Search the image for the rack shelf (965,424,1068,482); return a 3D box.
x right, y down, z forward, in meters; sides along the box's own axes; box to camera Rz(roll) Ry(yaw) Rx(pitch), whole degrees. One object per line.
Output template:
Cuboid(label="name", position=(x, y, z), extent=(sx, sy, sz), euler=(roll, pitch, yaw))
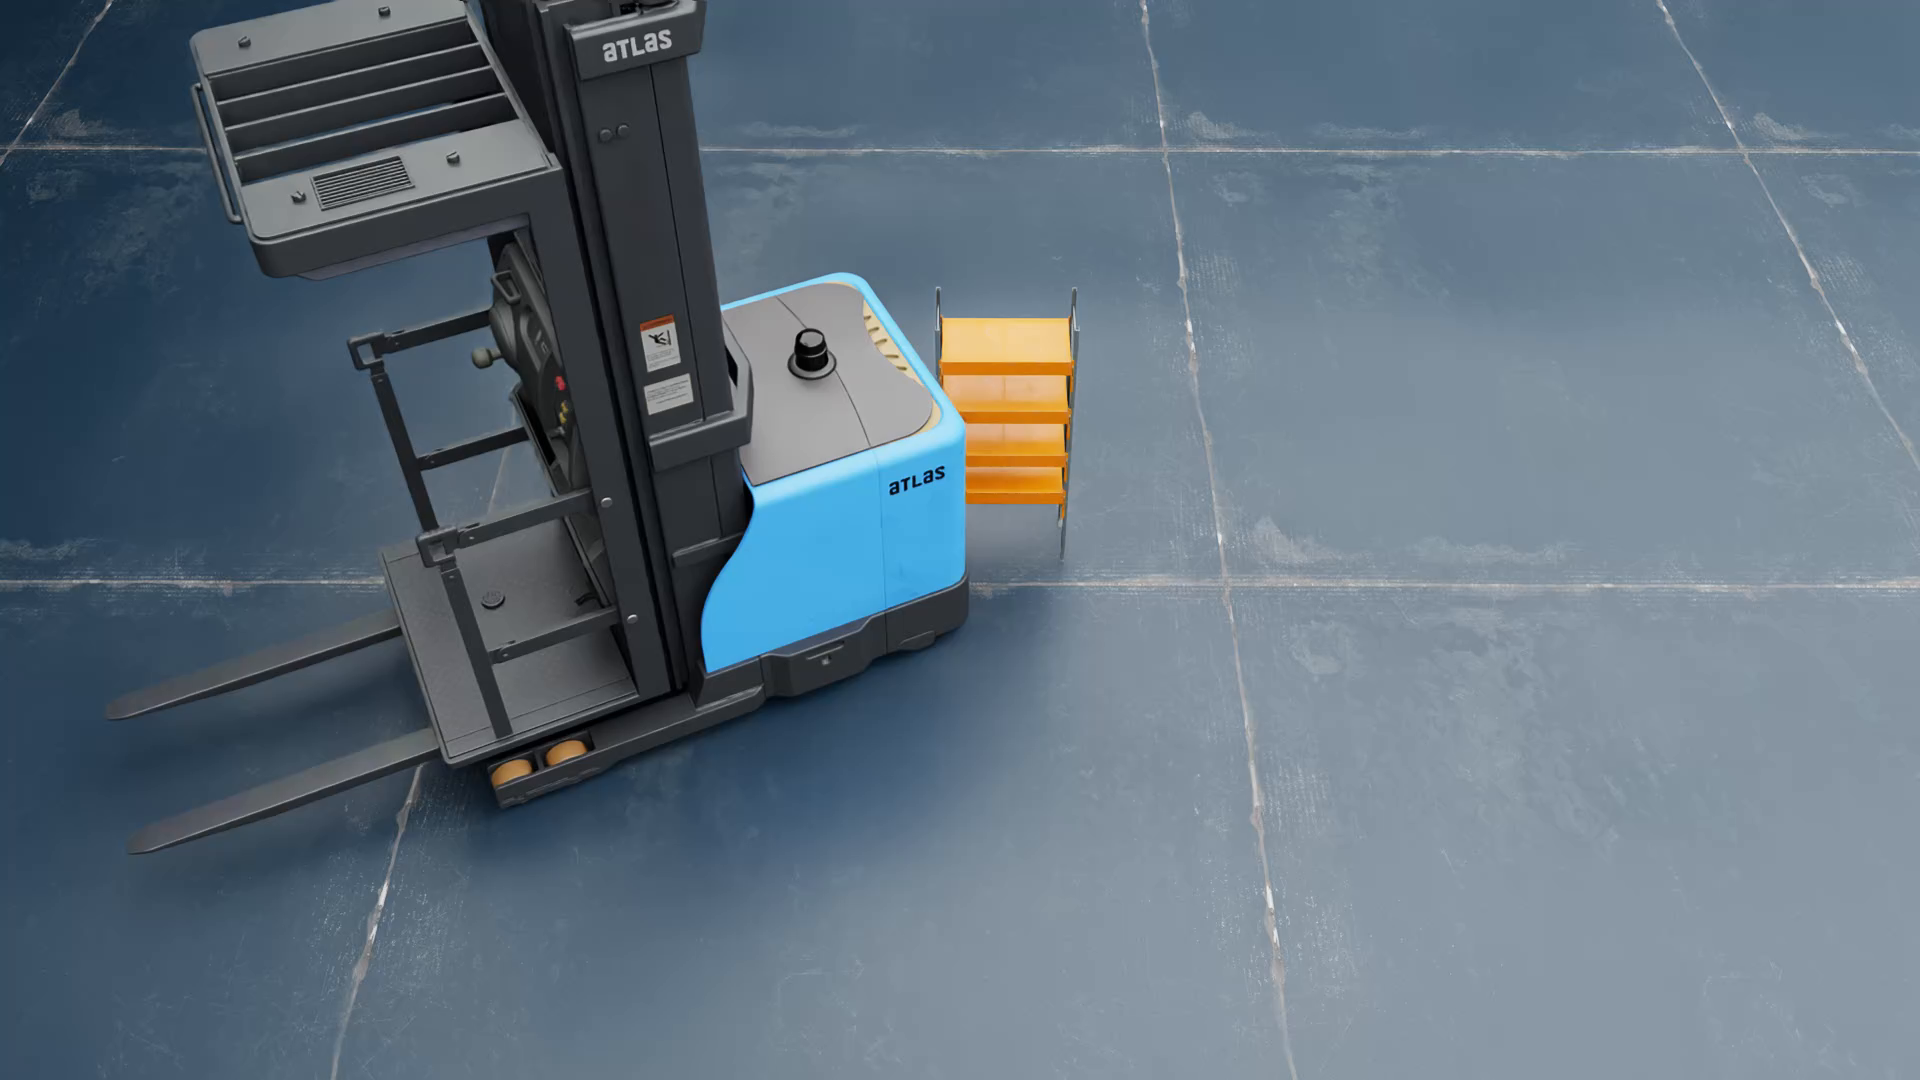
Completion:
Cuboid(label="rack shelf", position=(0.166, -0.363, 6.360), extent=(0.480, 0.148, 0.258), euler=(0, 47, 0))

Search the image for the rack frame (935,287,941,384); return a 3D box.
Cuboid(label="rack frame", position=(-0.078, -0.409, 6.311), extent=(0.015, 1.200, 0.240), euler=(0, 47, 0))

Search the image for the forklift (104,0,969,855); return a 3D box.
Cuboid(label="forklift", position=(-1.524, -0.509, 5.221), extent=(3.031, 2.935, 1.130), euler=(-19, 50, -17))

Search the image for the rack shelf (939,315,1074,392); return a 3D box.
Cuboid(label="rack shelf", position=(0.166, -0.676, 6.023), extent=(0.480, 0.148, 0.258), euler=(0, 47, 0))

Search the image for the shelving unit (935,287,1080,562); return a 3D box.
Cuboid(label="shelving unit", position=(0.166, -0.408, 6.310), extent=(0.503, 1.200, 0.258), euler=(0, 47, 0))

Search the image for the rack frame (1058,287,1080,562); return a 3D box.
Cuboid(label="rack frame", position=(0.410, -0.408, 6.310), extent=(0.015, 1.200, 0.240), euler=(0, 47, 0))

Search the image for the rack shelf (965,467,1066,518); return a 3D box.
Cuboid(label="rack shelf", position=(0.166, -0.227, 6.505), extent=(0.480, 0.148, 0.258), euler=(0, 47, 0))

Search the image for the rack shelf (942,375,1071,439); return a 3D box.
Cuboid(label="rack shelf", position=(0.166, -0.515, 6.196), extent=(0.480, 0.148, 0.258), euler=(0, 47, 0))
